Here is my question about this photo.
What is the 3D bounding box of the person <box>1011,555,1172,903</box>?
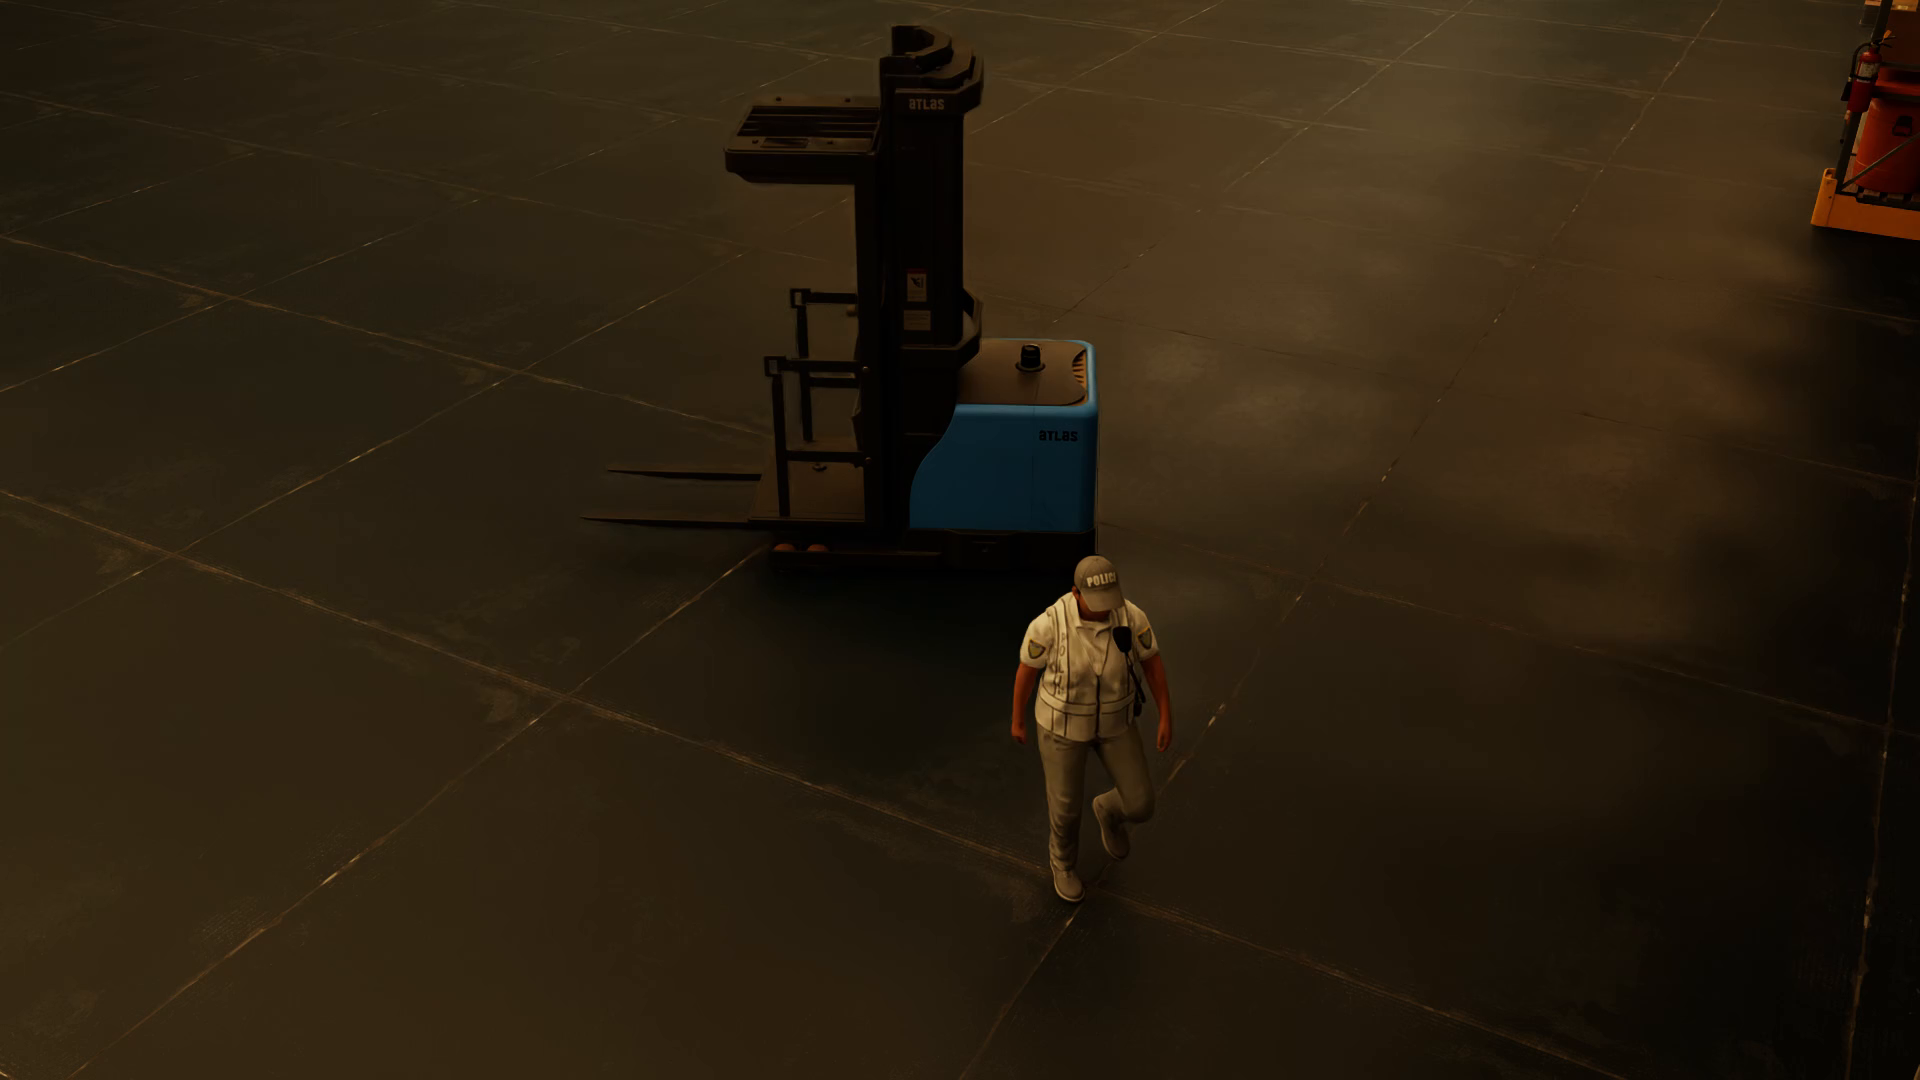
[{"bbox_3d":[0.558,0.786,7.001,0.645,1.645,0.454,-6,31,-11],"label":"person"}]

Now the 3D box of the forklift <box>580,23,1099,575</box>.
[{"bbox_3d":[-0.711,-1.337,9.388,3.031,2.935,1.130,2,30,3],"label":"forklift"}]
